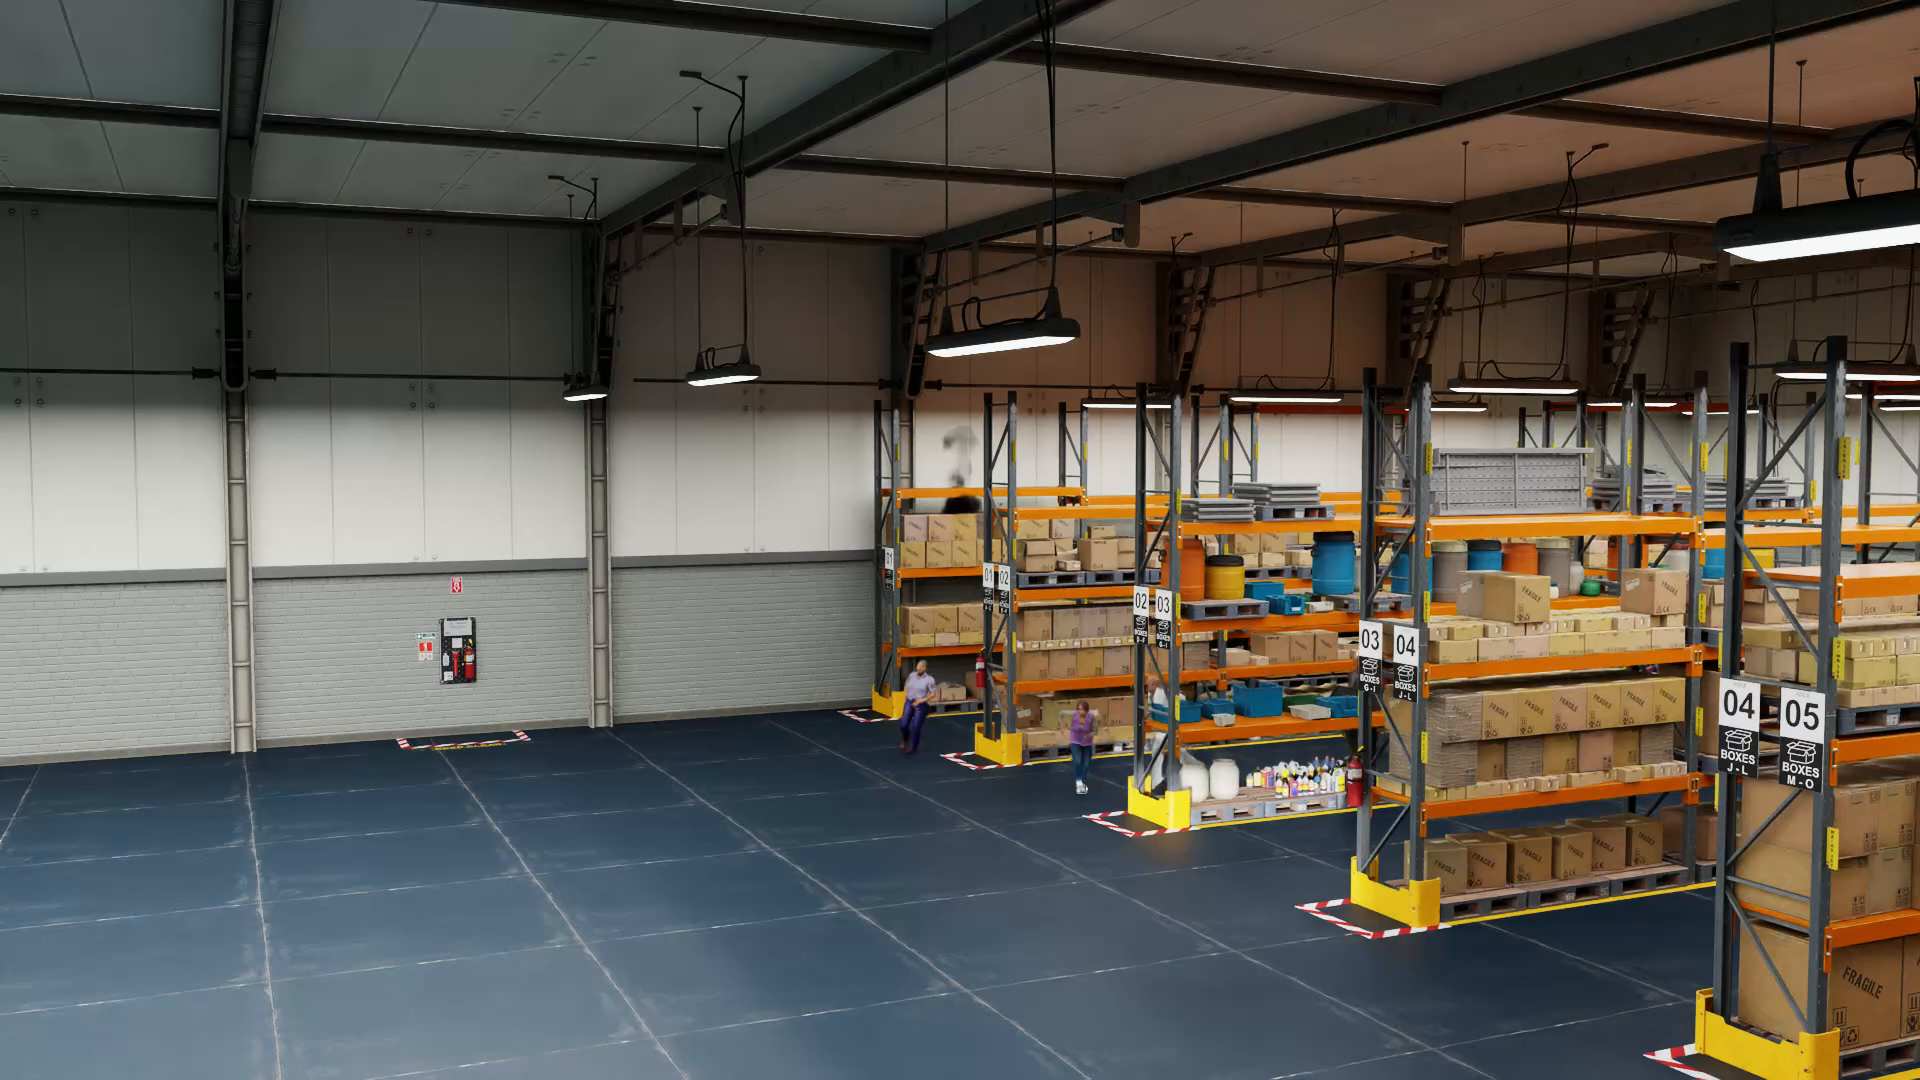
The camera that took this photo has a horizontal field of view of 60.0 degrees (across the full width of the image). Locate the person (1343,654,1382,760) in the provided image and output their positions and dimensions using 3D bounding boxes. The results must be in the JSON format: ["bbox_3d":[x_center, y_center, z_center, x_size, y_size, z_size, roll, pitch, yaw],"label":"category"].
[{"bbox_3d":[6.558,2.725,27.194,0.642,1.738,0.712,-2,4,-25],"label":"person"}]

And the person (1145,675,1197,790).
[{"bbox_3d":[3.205,2.892,24.952,1.064,1.764,0.750,-1,4,-24],"label":"person"}]

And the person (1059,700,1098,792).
[{"bbox_3d":[1.737,3.016,24.360,0.569,1.435,0.864,0,3,2],"label":"person"}]

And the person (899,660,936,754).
[{"bbox_3d":[-0.721,2.768,27.537,0.675,1.581,0.538,1,3,17],"label":"person"}]
